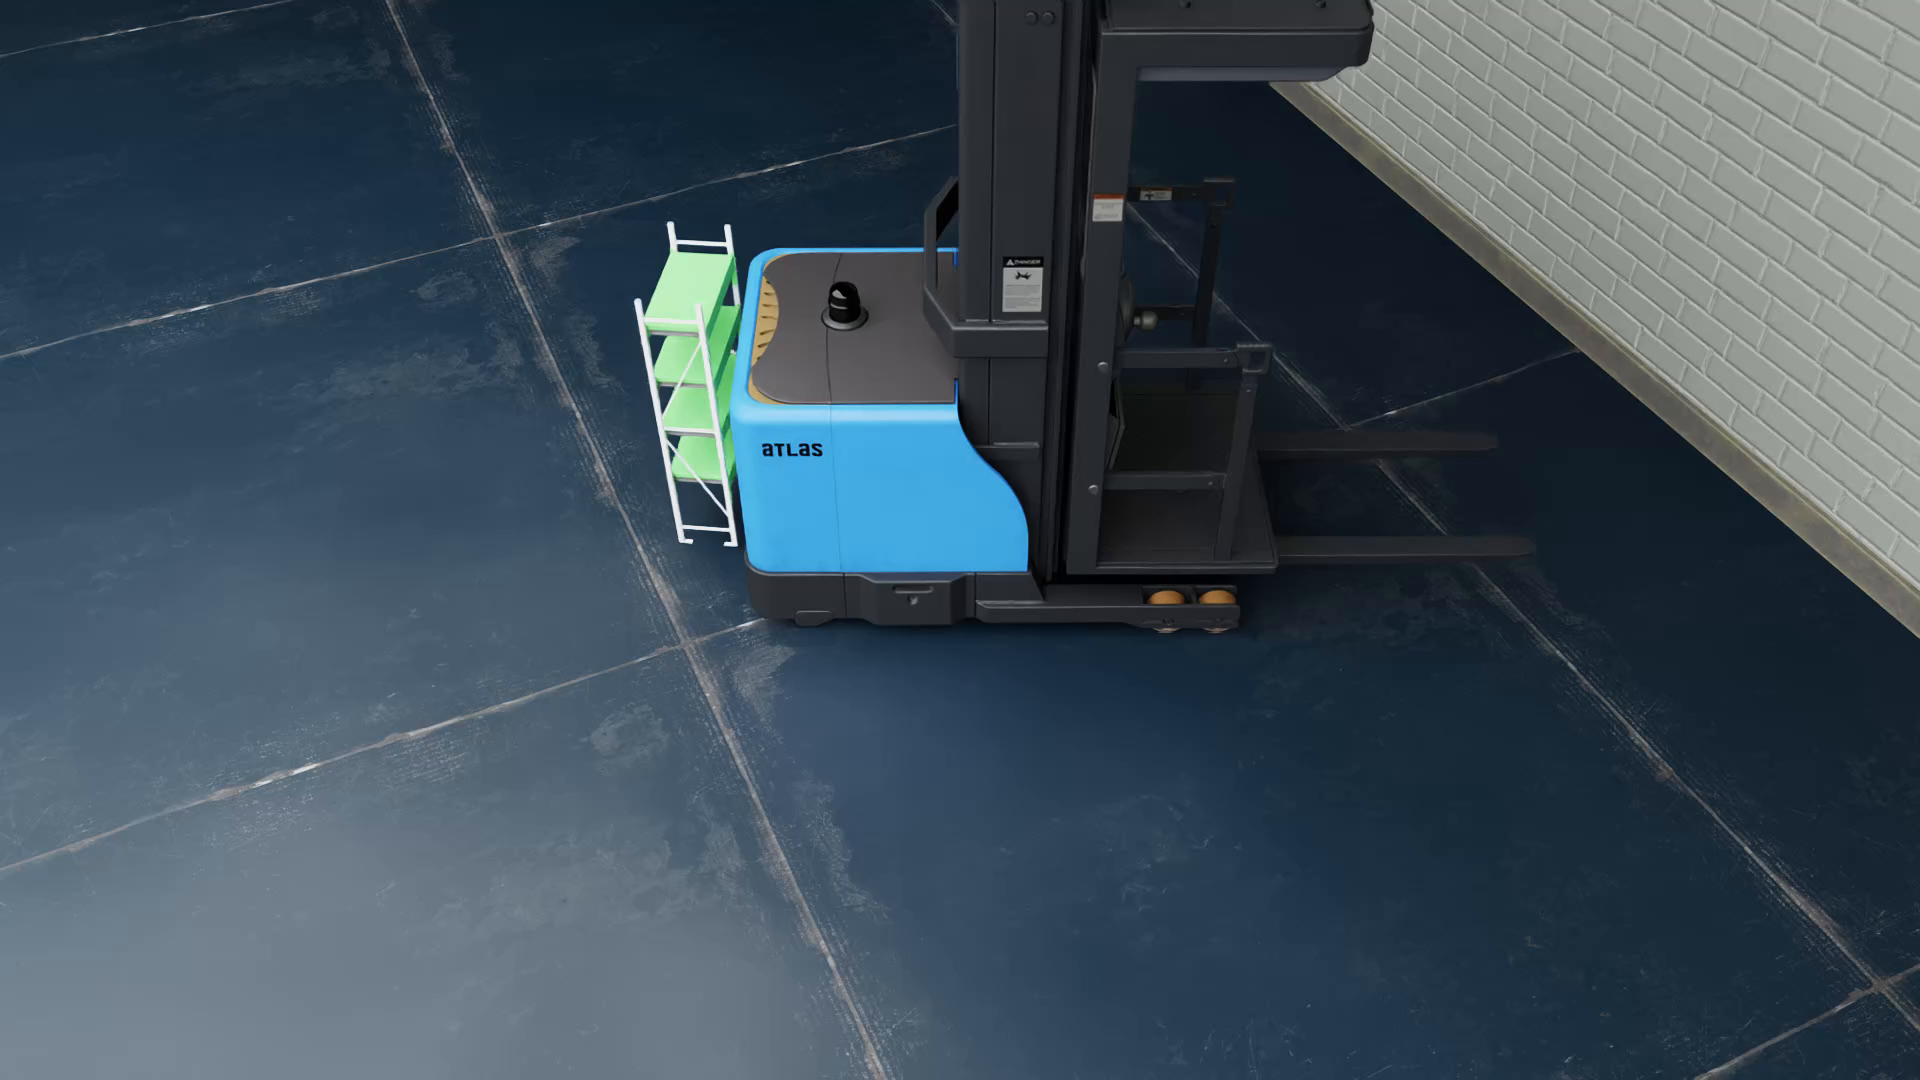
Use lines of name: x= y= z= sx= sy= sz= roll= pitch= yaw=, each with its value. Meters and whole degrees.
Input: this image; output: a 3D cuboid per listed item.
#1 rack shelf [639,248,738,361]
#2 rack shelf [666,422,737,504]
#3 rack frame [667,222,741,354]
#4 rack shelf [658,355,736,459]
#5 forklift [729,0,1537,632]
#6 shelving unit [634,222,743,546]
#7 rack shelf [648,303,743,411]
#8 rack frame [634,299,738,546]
rack shelf: x=-1.005 y=-0.882 z=6.194 sx=0.258 sy=0.148 sz=0.480 roll=4 pitch=45 yaw=5
rack shelf: x=-0.994 y=-0.368 z=6.699 sx=0.258 sy=0.148 sz=0.480 roll=4 pitch=45 yaw=5
rack frame: x=-0.971 y=-0.755 z=6.658 sx=0.240 sy=1.200 sz=0.015 roll=4 pitch=45 yaw=5
rack shelf: x=-0.998 y=-0.540 z=6.530 sx=0.258 sy=0.148 sz=0.480 roll=4 pitch=45 yaw=5
forklift: x=0.701 y=-1.066 z=5.744 sx=3.031 sy=2.935 sz=1.130 roll=0 pitch=45 yaw=0
shelving unit: x=-0.999 y=-0.585 z=6.486 sx=0.258 sy=1.200 sz=0.503 roll=4 pitch=45 yaw=5
rack shelf: x=-1.001 y=-0.711 z=6.362 sx=0.258 sy=0.148 sz=0.480 roll=4 pitch=45 yaw=5
rack frame: x=-1.026 y=-0.415 z=6.313 sx=0.240 sy=1.200 sz=0.015 roll=4 pitch=45 yaw=5
